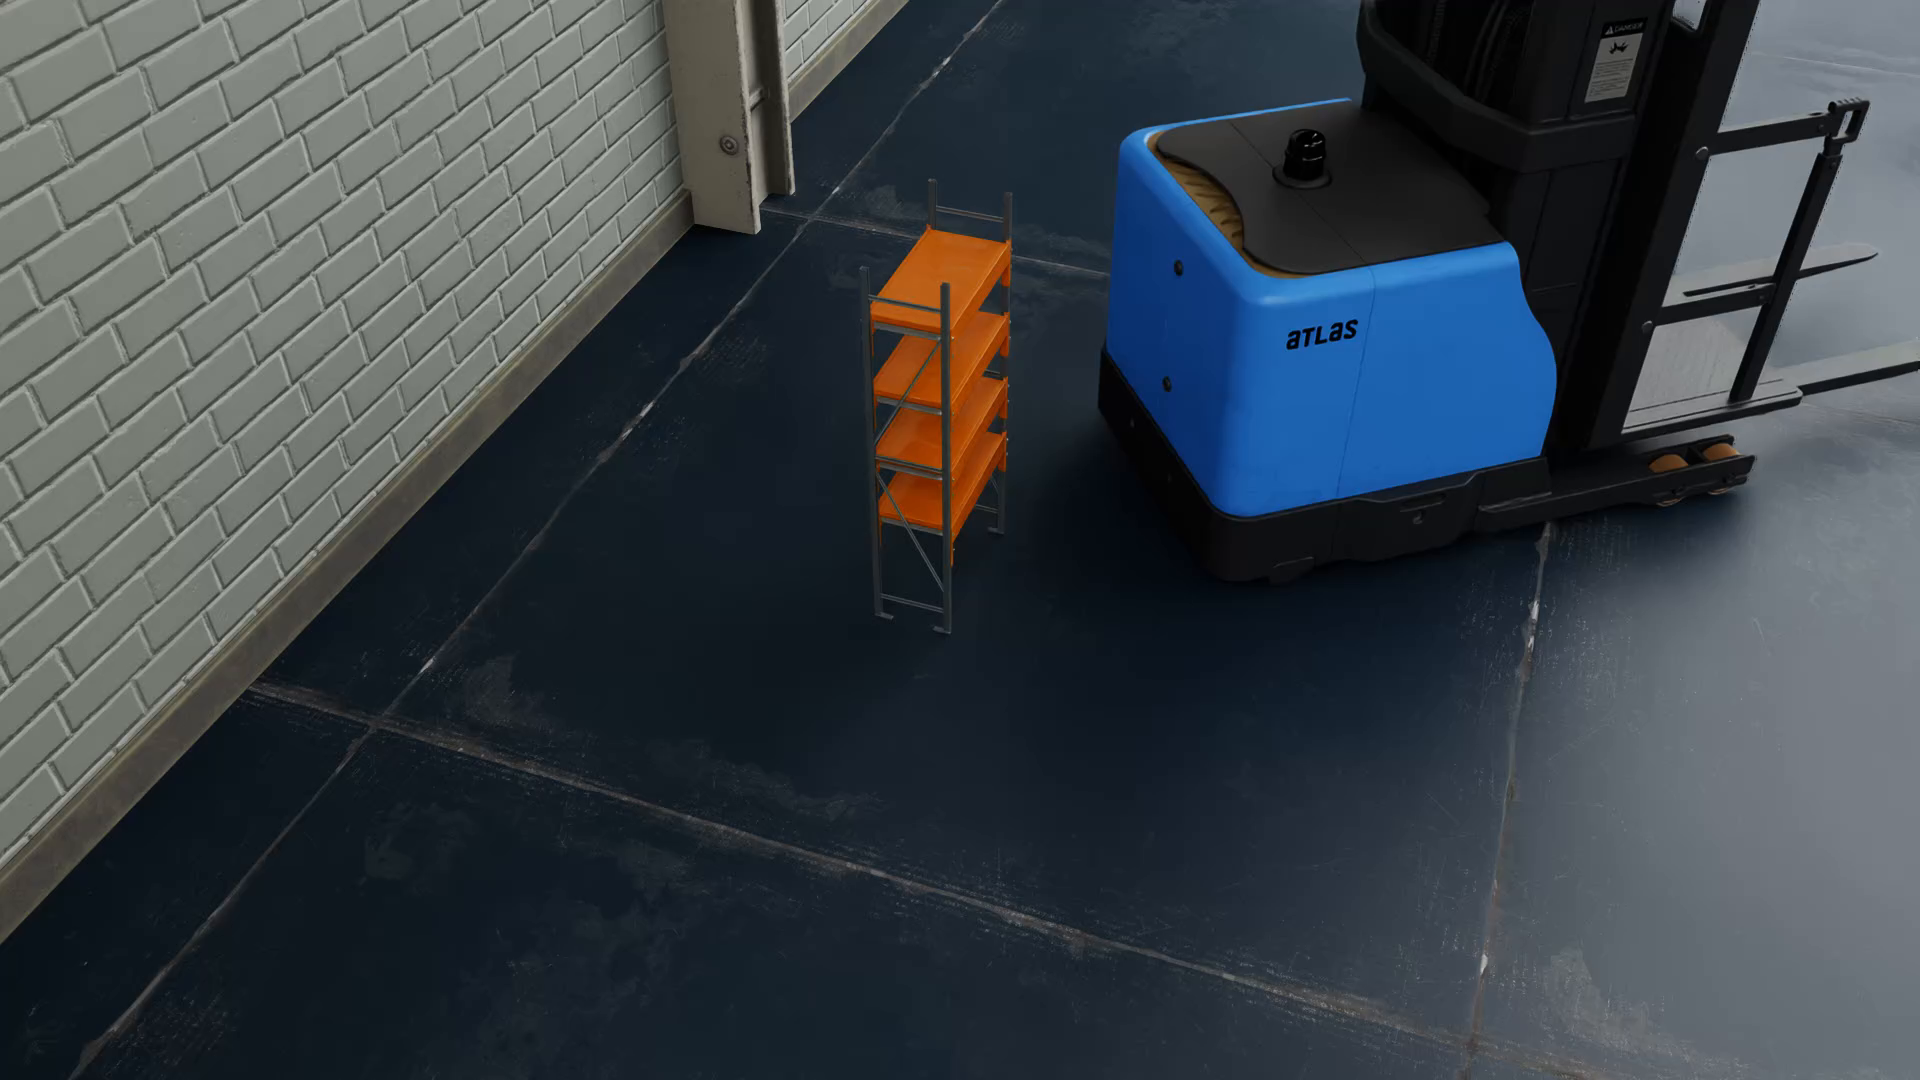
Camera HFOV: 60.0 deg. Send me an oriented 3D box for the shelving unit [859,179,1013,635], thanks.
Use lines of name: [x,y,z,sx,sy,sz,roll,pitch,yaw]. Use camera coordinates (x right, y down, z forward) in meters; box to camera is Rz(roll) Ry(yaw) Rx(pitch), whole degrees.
shelving unit: [-0.057,-0.355,4.742,0.258,1.200,0.503,13,42,15]

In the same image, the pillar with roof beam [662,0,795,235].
pillar with roof beam: [3.145,-3.851,2.830,9.100,9.000,0.400,13,42,15]

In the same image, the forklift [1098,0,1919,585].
forklift: [2.045,-1.540,4.797,3.031,2.935,1.130,-12,42,-13]

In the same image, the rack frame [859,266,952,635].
rack frame: [-0.140,-0.207,4.568,0.240,1.200,0.015,13,42,15]

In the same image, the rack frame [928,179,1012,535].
rack frame: [0.027,-0.504,4.917,0.240,1.200,0.015,13,42,15]

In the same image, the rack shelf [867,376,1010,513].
rack shelf: [-0.057,-0.304,4.786,0.258,0.148,0.480,13,42,15]

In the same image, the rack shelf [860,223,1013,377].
rack shelf: [-0.057,-0.654,4.487,0.258,0.148,0.480,13,42,15]

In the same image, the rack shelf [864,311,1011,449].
rack shelf: [-0.057,-0.474,4.641,0.258,0.148,0.480,13,42,15]

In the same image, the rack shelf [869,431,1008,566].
rack shelf: [-0.057,-0.153,4.915,0.258,0.148,0.480,13,42,15]
